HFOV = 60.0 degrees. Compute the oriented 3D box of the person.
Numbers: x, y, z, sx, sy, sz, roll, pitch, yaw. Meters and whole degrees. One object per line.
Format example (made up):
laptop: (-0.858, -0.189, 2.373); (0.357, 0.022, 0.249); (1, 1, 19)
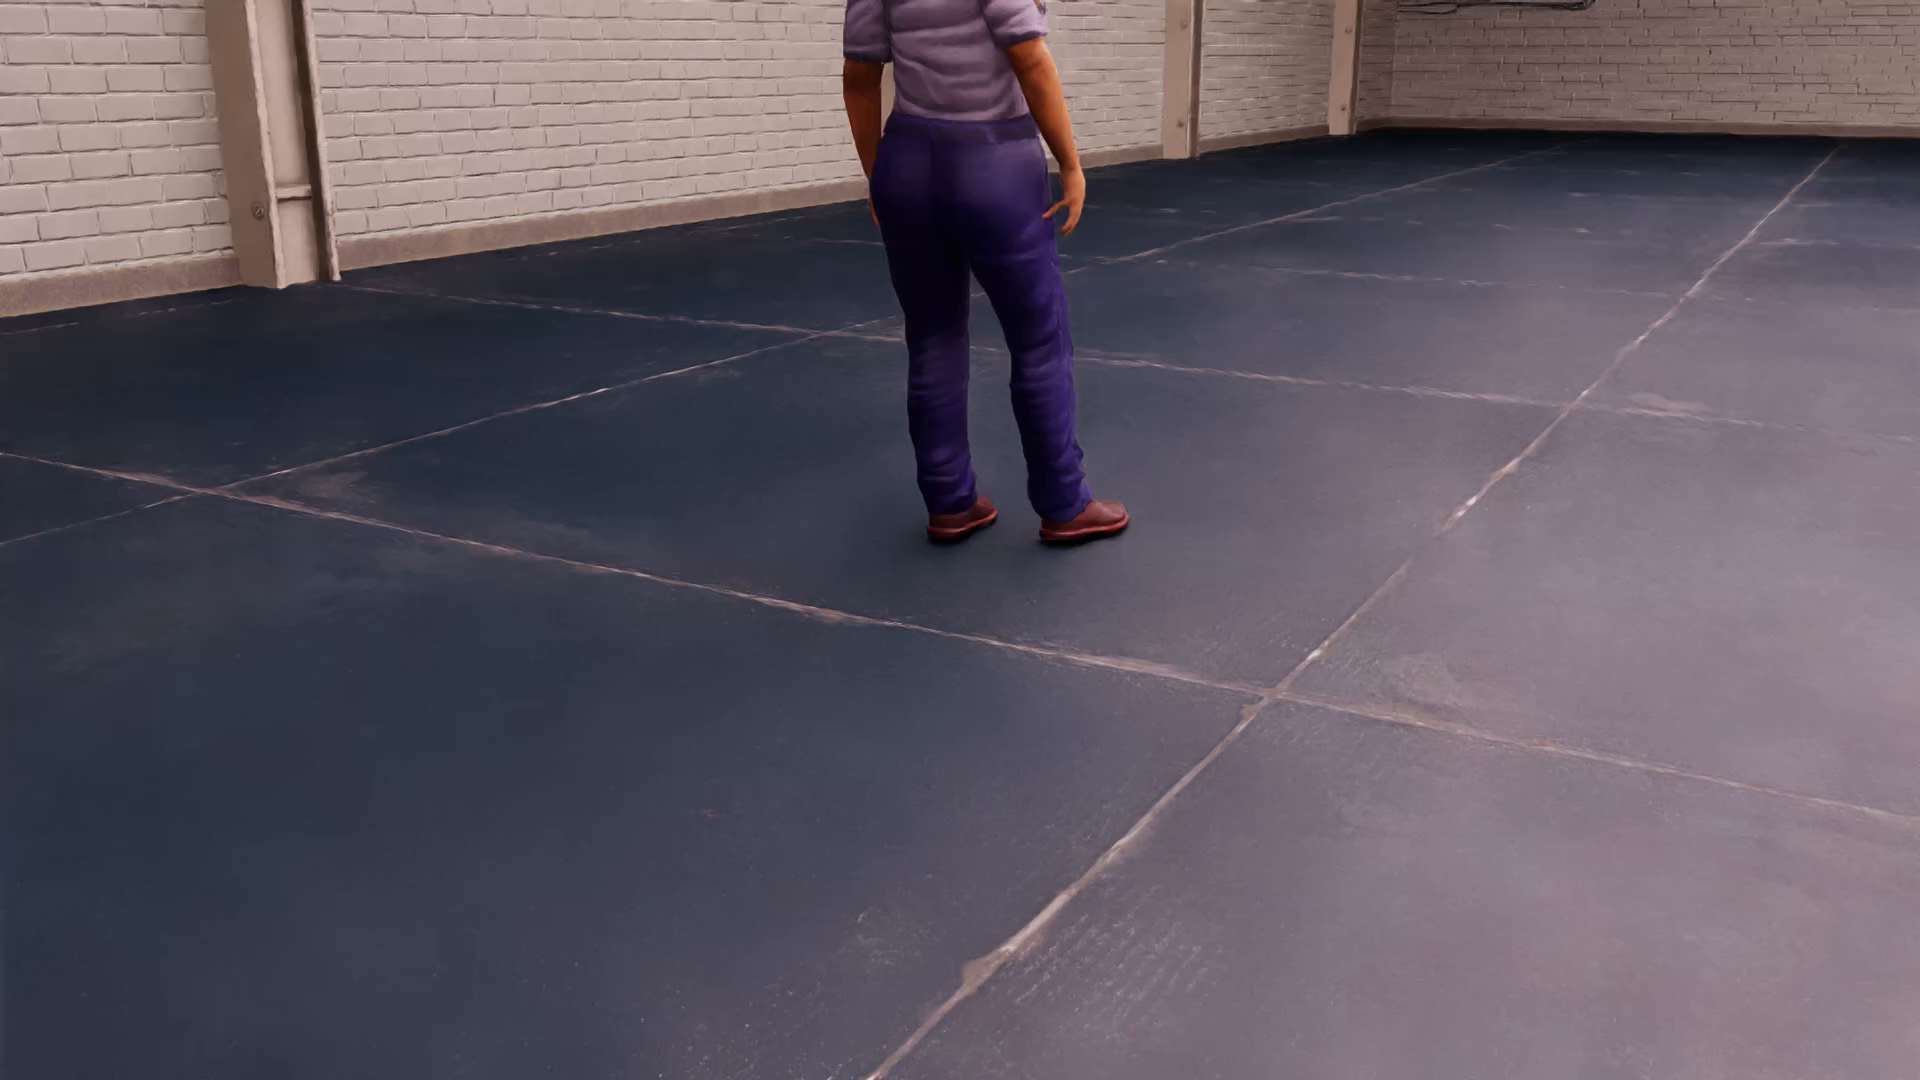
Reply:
person: (0.064, -0.811, 3.872); (0.599, 1.640, 0.502); (9, 19, 28)
